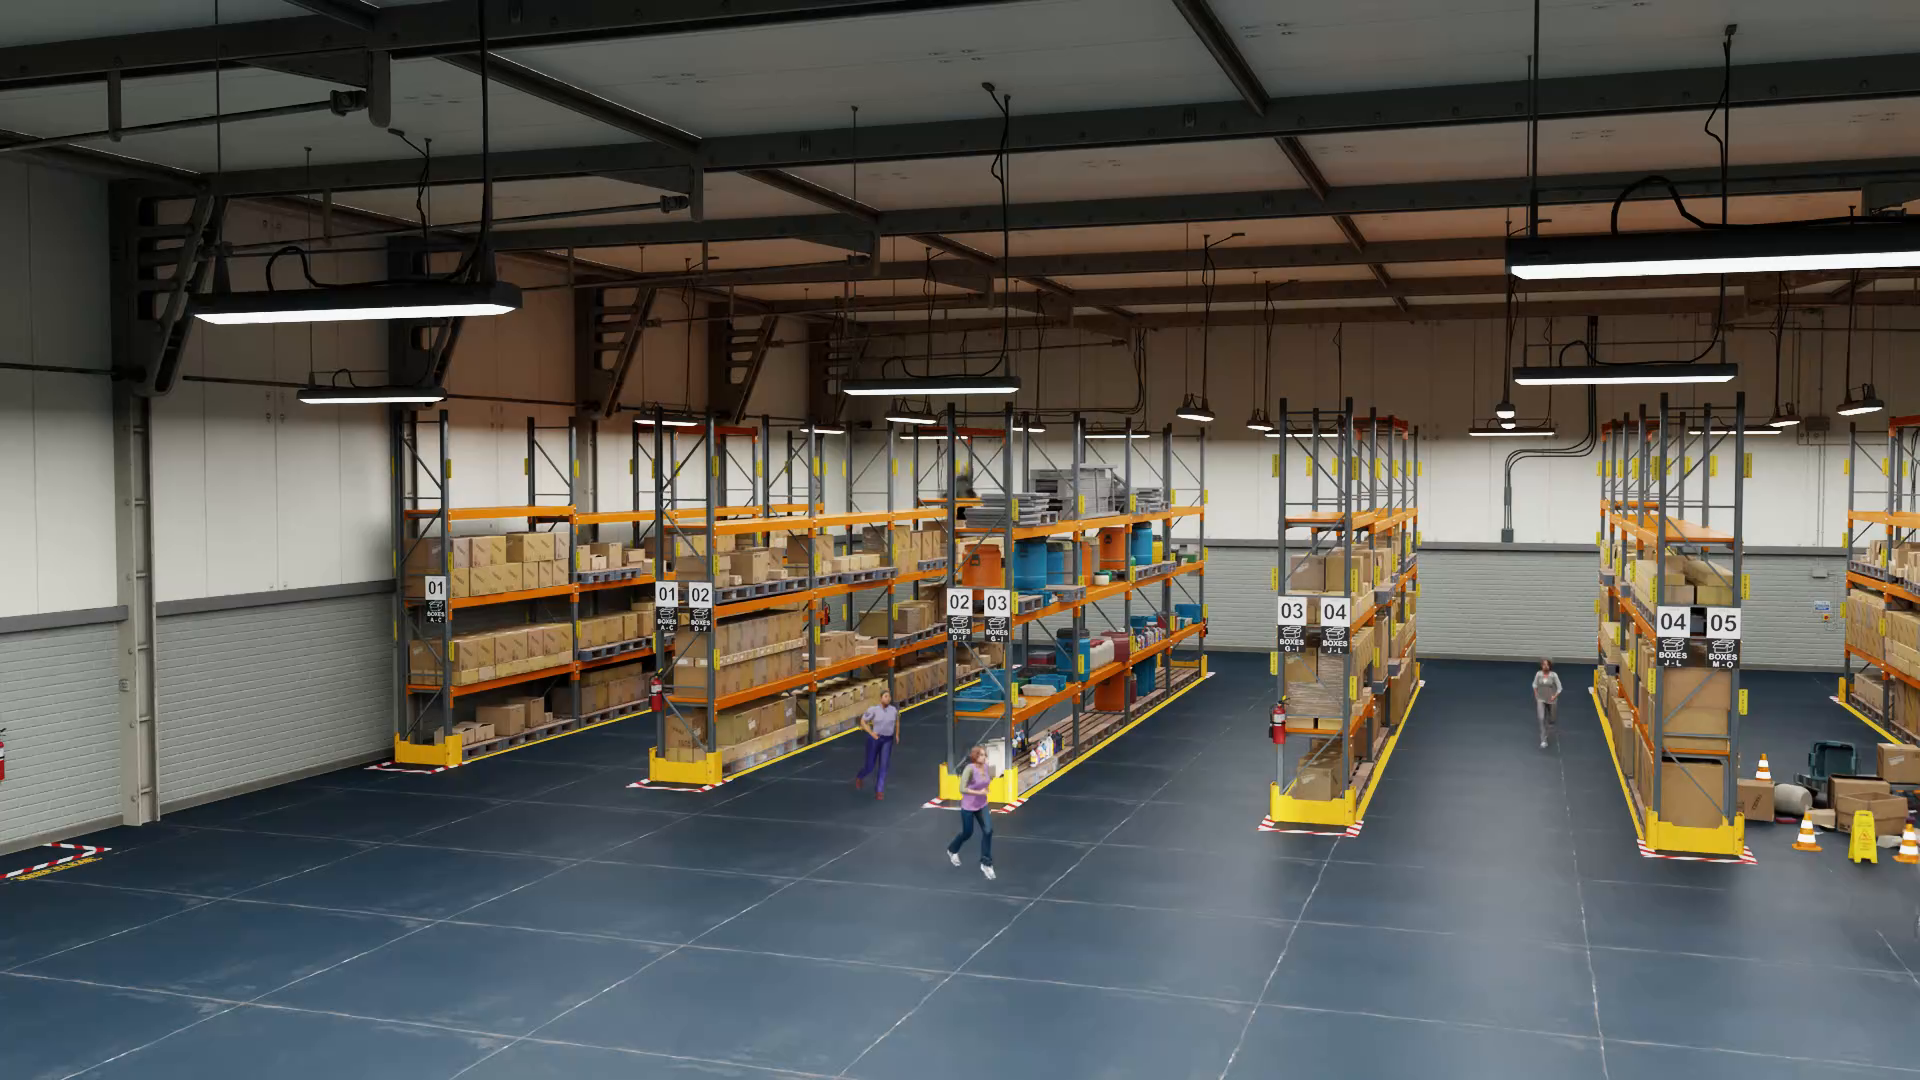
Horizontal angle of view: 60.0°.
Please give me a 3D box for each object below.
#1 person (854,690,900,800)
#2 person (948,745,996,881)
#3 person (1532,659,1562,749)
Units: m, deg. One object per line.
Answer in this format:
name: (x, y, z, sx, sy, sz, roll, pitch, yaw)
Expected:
person: (-1.200, 3.104, 25.473, 0.680, 1.607, 0.878, -1, 3, -21)
person: (0.149, 3.325, 20.511, 0.562, 1.621, 0.871, -2, 3, -42)
person: (10.640, 2.949, 30.151, 0.520, 1.579, 0.926, 1, 3, 21)
